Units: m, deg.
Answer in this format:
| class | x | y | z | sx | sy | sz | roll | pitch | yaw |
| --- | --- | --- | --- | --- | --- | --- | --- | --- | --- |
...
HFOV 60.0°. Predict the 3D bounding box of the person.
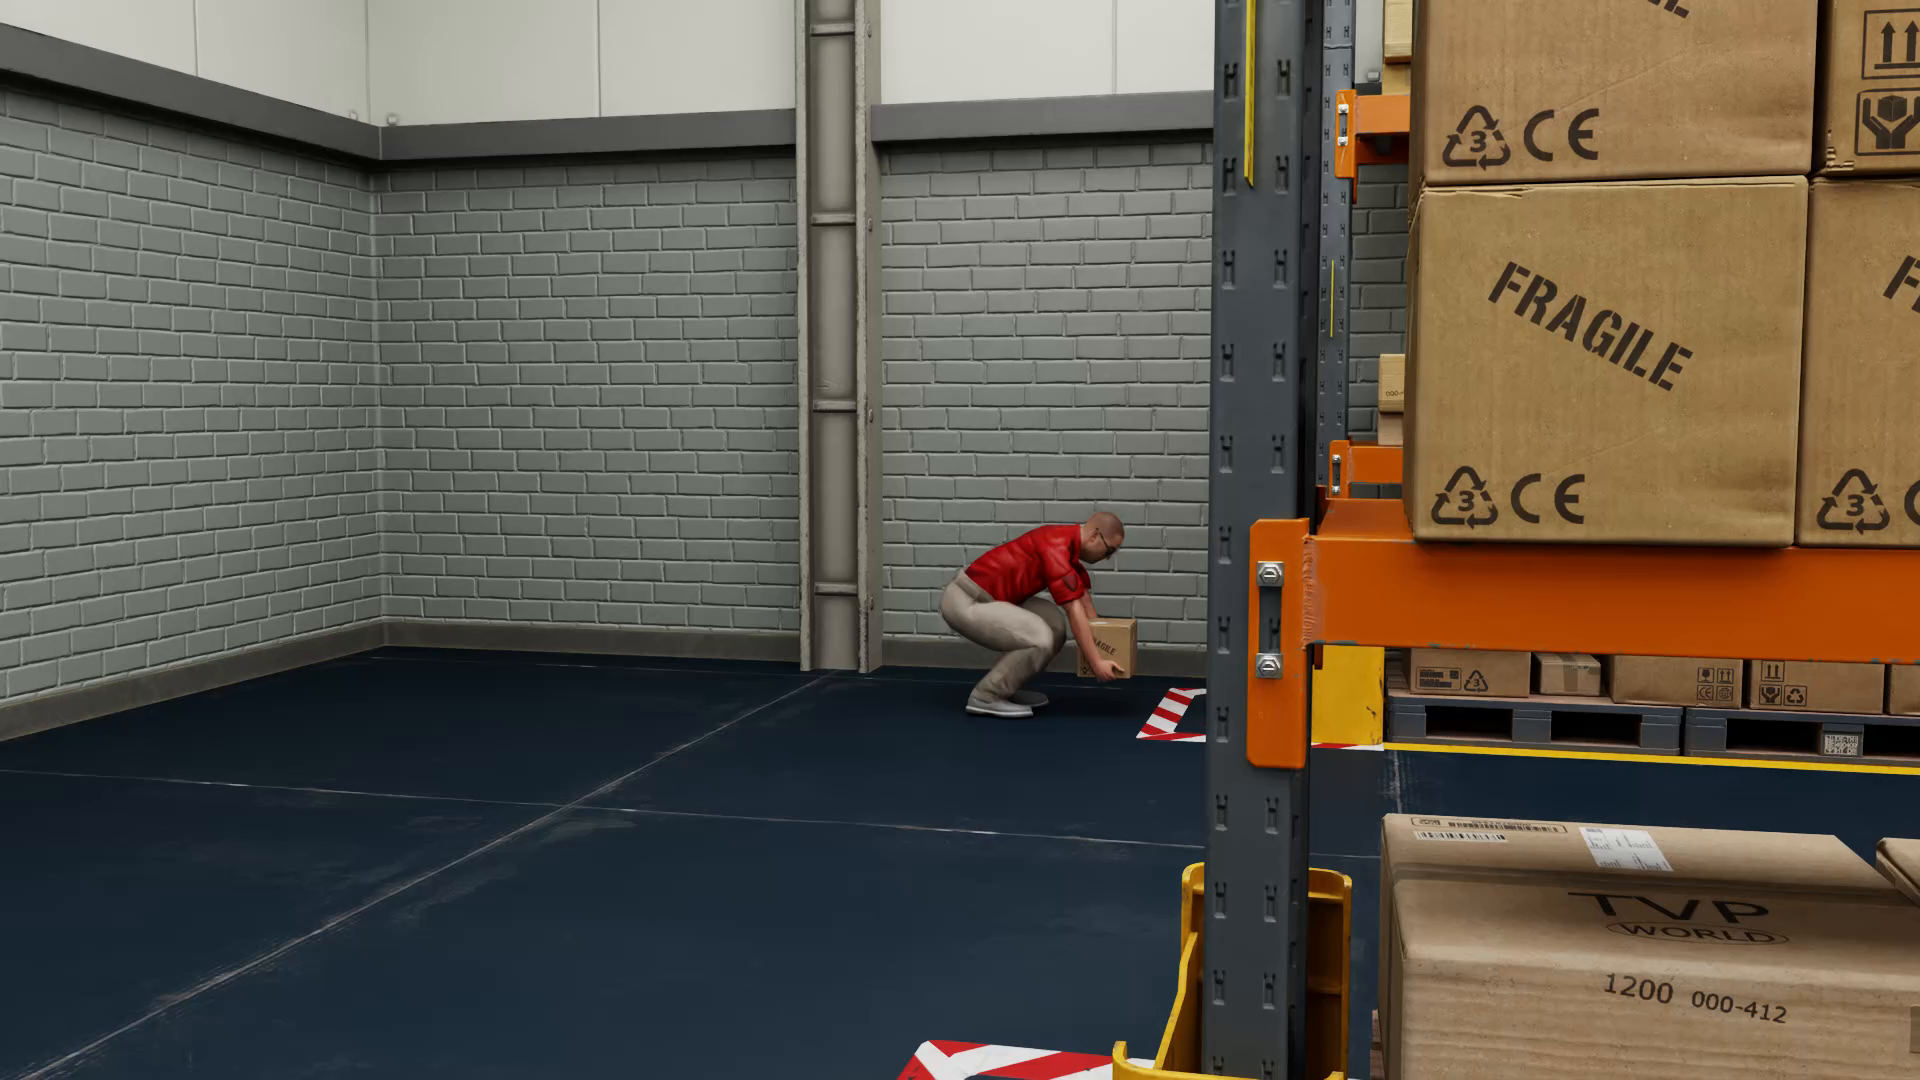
| class | x | y | z | sx | sy | sz | roll | pitch | yaw |
| --- | --- | --- | --- | --- | --- | --- | --- | --- | --- |
| person | 0.366 | 0.349 | 8.002 | 0.904 | 0.980 | 0.530 | 1 | 5 | 12 |
